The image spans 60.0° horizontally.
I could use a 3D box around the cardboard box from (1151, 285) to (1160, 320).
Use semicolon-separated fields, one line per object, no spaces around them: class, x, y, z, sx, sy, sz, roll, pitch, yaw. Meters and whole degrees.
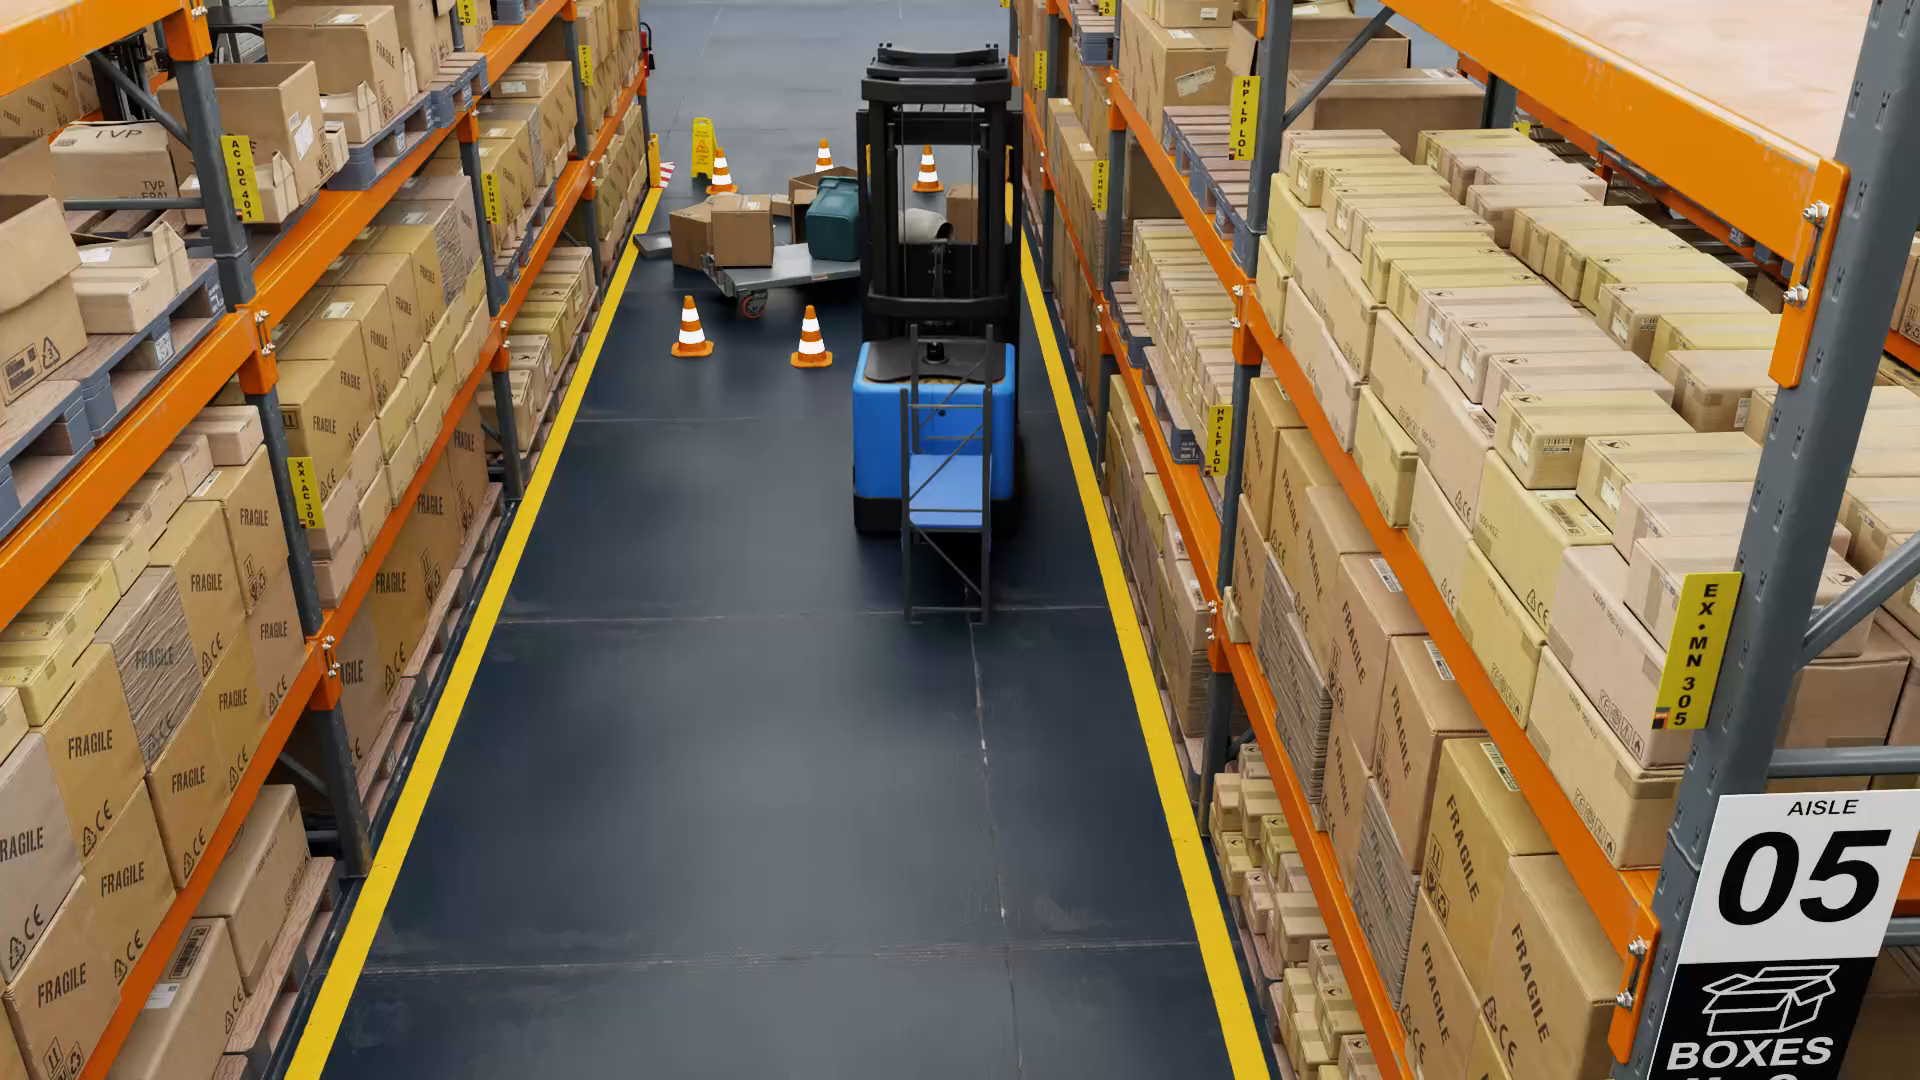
cardboard box;1.326;-1.388;9.725;0.380;0.149;0.250;-1;28;-2

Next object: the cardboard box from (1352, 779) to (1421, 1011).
cardboard box;1.534;1.071;5.085;0.500;0.500;0.500;-1;28;-2

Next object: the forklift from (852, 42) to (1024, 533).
forklift;-0.123;-1.986;11.450;1.130;2.935;3.031;1;28;2

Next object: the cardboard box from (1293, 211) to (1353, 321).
cardboard box;1.470;-0.954;5.775;0.500;0.250;0.500;-1;28;-3

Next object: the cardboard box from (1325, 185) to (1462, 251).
cardboard box;1.456;-1.086;5.598;0.380;0.149;0.250;-2;28;-4

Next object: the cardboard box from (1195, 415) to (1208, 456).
cardboard box;1.407;-0.531;8.404;0.380;0.149;0.250;-3;28;-5

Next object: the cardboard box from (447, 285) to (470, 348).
cardboard box;-3.174;-1.309;9.699;0.500;0.250;0.500;-2;28;-4

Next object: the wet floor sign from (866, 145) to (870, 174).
wet floor sign;-0.942;-4.390;18.532;0.267;0.644;0.232;-6;28;-11

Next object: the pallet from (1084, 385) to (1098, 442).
pallet;1.489;-0.904;12.316;1.003;0.211;1.213;-1;28;-3

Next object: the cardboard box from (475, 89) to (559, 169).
cardboard box;-3.391;-3.142;12.709;0.500;0.500;0.500;0;28;-1

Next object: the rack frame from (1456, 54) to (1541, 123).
rack frame;5.996;-5.542;18.194;1.000;3.000;0.127;-1;28;-3

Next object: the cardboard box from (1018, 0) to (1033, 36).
cardboard box;1.032;-5.328;16.454;0.875;0.550;0.550;-1;28;-3

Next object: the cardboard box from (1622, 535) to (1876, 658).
cardboard box;1.562;0.112;3.300;0.380;0.149;0.250;-2;28;-3

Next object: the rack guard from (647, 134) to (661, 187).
rack guard;-3.897;-4.159;18.246;1.175;0.500;0.348;-1;28;-3

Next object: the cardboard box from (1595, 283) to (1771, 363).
cardboard box;2.031;-0.615;4.694;0.380;0.149;0.250;0;28;-1

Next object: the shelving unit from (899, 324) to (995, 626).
shelving unit;-0.066;-0.400;9.958;0.538;1.500;1.048;1;28;2

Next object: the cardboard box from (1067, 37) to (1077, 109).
cardboard box;1.278;-3.880;13.818;0.700;0.500;0.500;-2;28;-4

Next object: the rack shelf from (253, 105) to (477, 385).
rack shelf;-3.379;-1.695;8.353;1.077;0.370;4.000;-1;28;-3

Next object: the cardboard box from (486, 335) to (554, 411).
cardboard box;-3.549;-1.231;12.316;0.950;0.372;0.625;-2;28;-4

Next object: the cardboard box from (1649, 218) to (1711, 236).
cardboard box;6.215;-2.497;14.583;0.700;0.500;0.500;-3;28;-7

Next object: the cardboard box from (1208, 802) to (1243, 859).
cardboard box;1.362;1.327;7.653;0.380;0.149;0.250;-3;28;-5

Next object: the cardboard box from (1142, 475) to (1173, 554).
cardboard box;1.317;-0.156;9.307;0.500;0.250;0.500;-3;28;-5

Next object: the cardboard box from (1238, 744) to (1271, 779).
cardboard box;1.475;1.051;7.538;0.380;0.149;0.250;0;28;-1

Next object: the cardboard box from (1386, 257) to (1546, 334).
cardboard box;1.484;-0.720;4.895;0.380;0.149;0.250;-2;28;-4

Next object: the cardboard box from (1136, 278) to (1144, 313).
cardboard box;1.290;-1.513;10.288;0.380;0.149;0.250;0;28;0

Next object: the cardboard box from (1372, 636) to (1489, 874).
cardboard box;1.538;0.622;4.866;0.500;0.500;0.500;0;28;0

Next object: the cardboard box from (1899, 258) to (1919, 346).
cardboard box;6.196;-1.422;10.187;0.500;0.500;0.500;-2;28;-4

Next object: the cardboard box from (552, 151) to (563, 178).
cardboard box;-3.327;-2.941;13.025;0.380;0.149;0.250;-1;28;-2

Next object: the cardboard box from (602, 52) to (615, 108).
cardboard box;-3.499;-4.305;15.392;0.500;0.500;0.500;-2;28;-3

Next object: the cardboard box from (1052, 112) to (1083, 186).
cardboard box;1.032;-3.183;13.563;0.500;0.500;0.500;-1;28;-2

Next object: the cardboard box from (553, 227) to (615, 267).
cardboard box;-3.453;-2.701;15.267;0.500;0.250;0.500;-3;28;-5

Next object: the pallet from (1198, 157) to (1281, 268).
pallet;1.738;-1.461;7.329;1.213;0.211;1.003;-1;28;-3

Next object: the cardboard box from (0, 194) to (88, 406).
cardboard box;-3.172;-0.745;5.079;0.797;0.503;0.637;1;28;1

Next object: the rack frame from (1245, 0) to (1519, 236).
rack frame;1.664;-2.587;6.041;1.000;3.000;0.127;-1;28;-3

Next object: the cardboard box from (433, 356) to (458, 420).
cardboard box;-3.145;-0.846;9.352;0.500;0.250;0.500;-2;28;-3

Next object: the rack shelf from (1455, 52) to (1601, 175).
rack shelf;6.100;-4.299;16.589;1.077;0.370;4.000;-1;28;-3

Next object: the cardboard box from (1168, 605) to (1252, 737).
cardboard box;1.373;0.660;8.553;0.500;0.500;0.500;-2;28;-4

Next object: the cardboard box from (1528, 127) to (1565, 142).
cardboard box;6.077;-4.055;17.593;0.500;0.500;0.500;6;28;11

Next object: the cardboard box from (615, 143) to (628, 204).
cardboard box;-3.518;-3.520;16.026;0.500;0.500;0.500;0;28;0

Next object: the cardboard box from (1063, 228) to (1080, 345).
cardboard box;1.415;-2.080;13.535;1.050;0.750;0.750;-1;28;-3

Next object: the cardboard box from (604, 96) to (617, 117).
cardboard box;-3.446;-4.088;15.678;0.380;0.149;0.250;-1;28;-2

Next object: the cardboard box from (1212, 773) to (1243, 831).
cardboard box;1.363;1.194;7.586;0.380;0.149;0.250;0;28;0

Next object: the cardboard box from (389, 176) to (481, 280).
cardboard box;-3.195;-1.863;9.951;0.500;0.500;0.500;-2;28;-4

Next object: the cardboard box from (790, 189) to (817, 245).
cardboard box;-1.224;-3.074;16.015;0.797;0.637;0.503;-1;28;-3

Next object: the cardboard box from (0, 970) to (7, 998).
cardboard box;-2.840;1.132;4.209;0.500;0.500;0.500;-2;28;-4

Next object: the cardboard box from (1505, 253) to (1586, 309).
cardboard box;1.989;-0.724;5.334;0.500;0.250;0.500;0;28;-1

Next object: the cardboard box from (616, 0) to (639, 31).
cardboard box;-3.508;-5.224;16.074;0.700;0.500;0.500;-2;28;-3

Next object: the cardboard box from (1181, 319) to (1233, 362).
cardboard box;1.380;-1.048;8.752;0.380;0.149;0.250;-3;28;-5

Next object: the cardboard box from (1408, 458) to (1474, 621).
cardboard box;1.538;-0.012;4.509;0.500;0.250;0.500;0;28;0

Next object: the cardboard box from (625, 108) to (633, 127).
cardboard box;-3.503;-4.242;16.708;0.380;0.149;0.250;-1;28;-2

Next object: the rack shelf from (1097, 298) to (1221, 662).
rack shelf;1.559;-0.531;9.365;1.077;0.370;4.000;-1;28;-3

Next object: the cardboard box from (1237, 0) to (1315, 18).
cardboard box;1.777;-3.071;9.277;0.396;0.266;0.258;-1;28;-3

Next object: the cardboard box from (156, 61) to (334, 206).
cardboard box;-3.031;-1.735;7.089;0.500;0.500;0.500;-2;28;-4

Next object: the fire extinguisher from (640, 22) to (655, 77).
fire extinguisher;-3.447;-5.332;17.875;0.296;0.674;0.183;-1;28;-3

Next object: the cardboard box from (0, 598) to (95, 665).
cardboard box;-2.909;0.304;5.095;0.380;0.149;0.250;-1;28;-3

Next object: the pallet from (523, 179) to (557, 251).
pallet;-3.628;-2.436;12.447;1.003;0.211;1.213;-1;28;-3

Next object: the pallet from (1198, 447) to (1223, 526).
pallet;1.769;-0.198;8.156;1.003;0.211;1.213;-1;28;-3

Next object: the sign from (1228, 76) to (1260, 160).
sign;1.110;-1.646;6.495;0.100;0.325;0.005;-1;28;-3

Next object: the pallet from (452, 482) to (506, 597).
pallet;-3.517;-0.006;10.595;1.003;0.211;1.213;-1;28;-3
